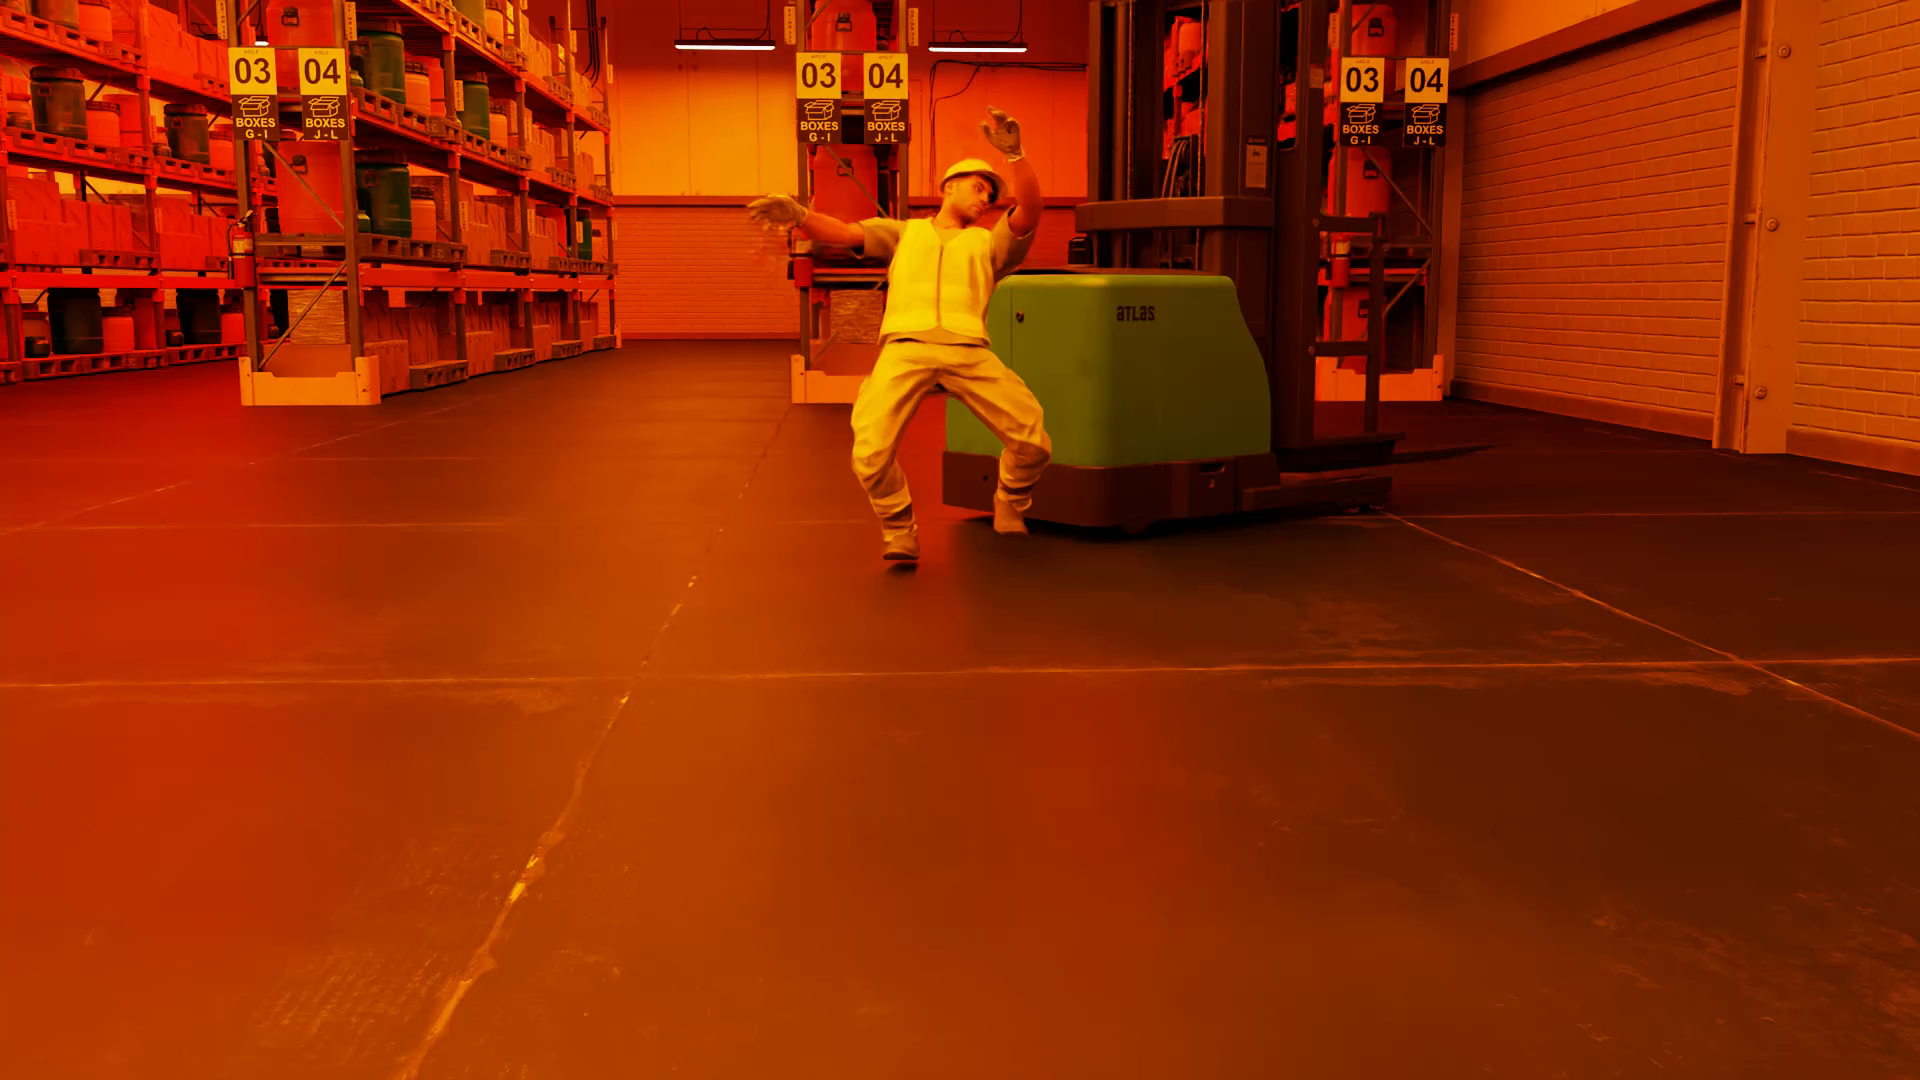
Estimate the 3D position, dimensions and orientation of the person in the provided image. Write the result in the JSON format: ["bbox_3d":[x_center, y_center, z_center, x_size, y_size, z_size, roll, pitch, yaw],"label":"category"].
[{"bbox_3d":[-0.232,-0.733,6.076,1.081,1.604,0.700,-2,9,-10],"label":"person"}]

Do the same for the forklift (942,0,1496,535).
[{"bbox_3d":[1.389,-1.622,7.757,3.031,2.935,1.130,-7,11,-38],"label":"forklift"}]
